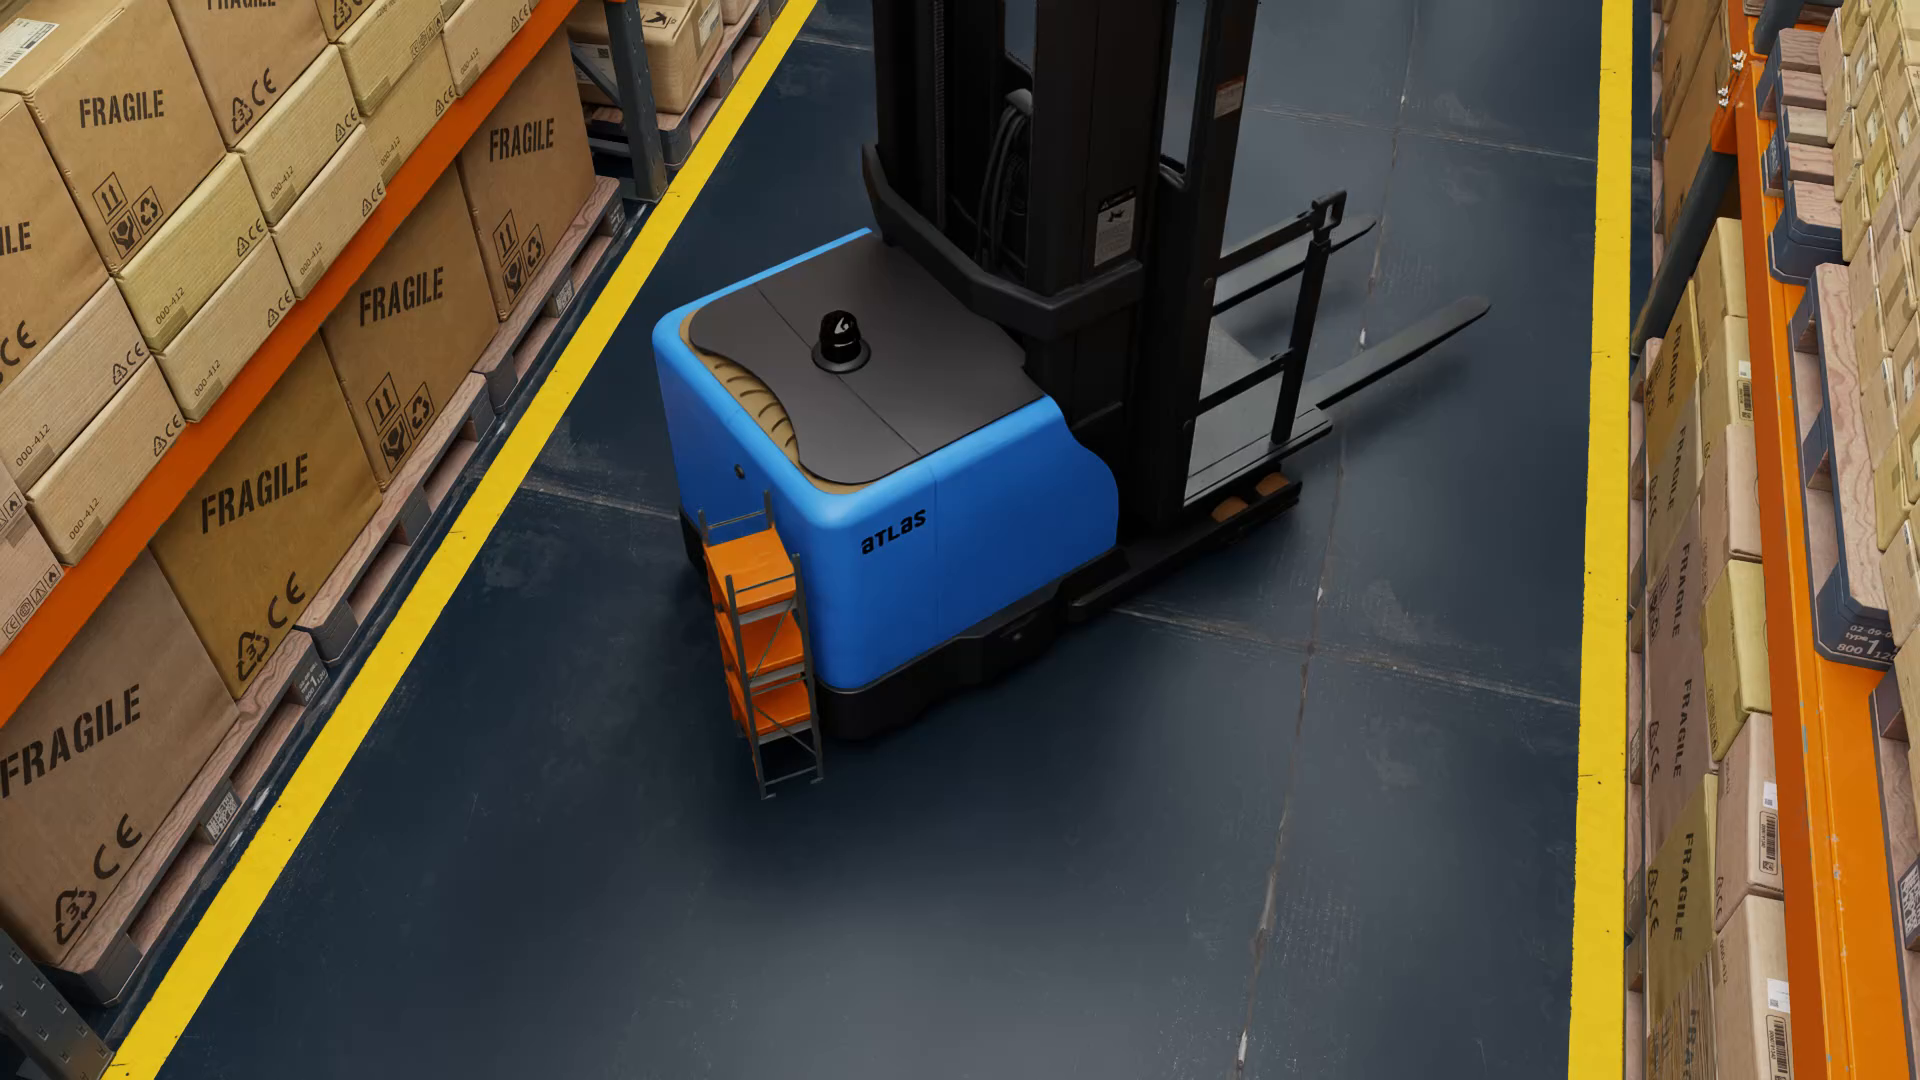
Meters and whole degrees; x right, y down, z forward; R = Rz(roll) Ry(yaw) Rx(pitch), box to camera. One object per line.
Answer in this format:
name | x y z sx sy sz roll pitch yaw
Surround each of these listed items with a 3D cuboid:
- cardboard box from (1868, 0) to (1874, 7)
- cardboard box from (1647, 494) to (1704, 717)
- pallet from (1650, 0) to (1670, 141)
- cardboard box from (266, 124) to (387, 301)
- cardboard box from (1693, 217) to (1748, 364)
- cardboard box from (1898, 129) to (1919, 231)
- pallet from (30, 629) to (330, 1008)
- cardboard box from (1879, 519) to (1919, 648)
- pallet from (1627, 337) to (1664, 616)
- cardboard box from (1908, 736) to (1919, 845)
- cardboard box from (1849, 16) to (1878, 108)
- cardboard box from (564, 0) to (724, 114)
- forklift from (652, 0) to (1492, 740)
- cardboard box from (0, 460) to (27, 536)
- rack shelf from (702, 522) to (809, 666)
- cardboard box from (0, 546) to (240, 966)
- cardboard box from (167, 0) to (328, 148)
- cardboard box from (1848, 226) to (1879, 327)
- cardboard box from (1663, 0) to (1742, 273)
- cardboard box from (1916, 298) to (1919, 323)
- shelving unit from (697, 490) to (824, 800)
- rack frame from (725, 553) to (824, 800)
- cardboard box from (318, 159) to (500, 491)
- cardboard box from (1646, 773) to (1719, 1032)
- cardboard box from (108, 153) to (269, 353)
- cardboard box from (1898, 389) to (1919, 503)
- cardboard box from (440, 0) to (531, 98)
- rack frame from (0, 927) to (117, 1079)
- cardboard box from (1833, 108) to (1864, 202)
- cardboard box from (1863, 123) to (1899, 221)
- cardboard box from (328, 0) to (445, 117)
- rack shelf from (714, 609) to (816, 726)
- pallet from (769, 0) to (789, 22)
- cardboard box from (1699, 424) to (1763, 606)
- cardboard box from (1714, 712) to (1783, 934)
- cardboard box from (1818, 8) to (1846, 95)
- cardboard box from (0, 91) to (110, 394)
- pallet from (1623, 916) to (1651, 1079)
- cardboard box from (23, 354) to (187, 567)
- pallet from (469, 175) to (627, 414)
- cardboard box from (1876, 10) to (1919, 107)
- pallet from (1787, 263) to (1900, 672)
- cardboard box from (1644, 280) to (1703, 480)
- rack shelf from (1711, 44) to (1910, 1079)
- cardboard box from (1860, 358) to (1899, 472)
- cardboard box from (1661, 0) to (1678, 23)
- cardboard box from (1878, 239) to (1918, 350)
cardboard box | 2.756 -1.591 4.645 0.380 0.149 0.250 12 50 10
cardboard box | 2.374 0.248 4.917 0.500 0.500 0.500 10 49 9
pallet | 3.669 -2.150 7.507 1.003 0.211 1.213 12 50 10
cardboard box | -1.993 -0.967 4.703 0.500 0.250 0.500 11 49 9
cardboard box | 2.650 -0.747 5.295 0.500 0.250 0.500 10 49 8
cardboard box | 2.480 -0.836 3.977 0.380 0.149 0.250 14 50 12
pallet | -2.659 0.701 4.990 1.003 0.211 1.213 12 50 10
cardboard box | 2.195 0.122 3.529 0.380 0.149 0.250 10 49 8
pallet | 2.858 -0.150 5.742 1.003 0.211 1.213 12 50 10
cardboard box | 2.061 0.505 3.191 0.380 0.149 0.250 11 50 10
cardboard box | 2.675 -1.286 4.573 0.380 0.149 0.250 14 50 12
cardboard box | -1.578 -2.218 7.179 0.950 0.372 0.625 9 49 7
forklift | 0.570 -1.255 4.903 3.031 2.935 1.130 -28 54 -23
cardboard box | -2.402 -0.027 3.540 0.500 0.250 0.500 10 49 9
rack shelf | -0.557 0.148 4.555 0.215 0.259 0.240 -17 51 -15
cardboard box | -2.703 0.452 4.488 0.875 0.875 0.875 13 50 11
cardboard box | -2.025 -1.385 4.238 0.500 0.500 0.500 11 49 9
cardboard box | 2.474 -0.632 4.195 0.380 0.149 0.250 13 50 11
cardboard box | 3.313 -1.455 6.254 1.050 0.750 0.750 11 49 10
cardboard box | 2.343 -0.464 3.649 0.380 0.149 0.250 11 49 10
shelving unit | -0.557 0.328 4.760 0.215 1.050 0.252 -17 51 -15
rack frame | -0.511 0.413 4.685 0.200 1.050 0.008 -17 51 -15
cardboard box | -2.237 -0.850 5.637 0.875 0.875 0.875 12 50 10
cardboard box | 2.100 0.988 4.265 0.500 0.500 0.500 11 49 9
cardboard box | -2.133 -0.769 4.195 0.500 0.250 0.500 12 50 11
cardboard box | 2.270 -0.180 3.597 0.380 0.149 0.250 12 50 10
cardboard box | -1.739 -1.702 5.352 0.500 0.250 0.500 12 50 11
rack frame | -2.789 0.352 3.439 1.000 3.000 0.127 12 50 10
cardboard box | 2.612 -1.021 4.538 0.380 0.149 0.250 14 50 12
cardboard box | 2.542 -0.909 4.241 0.380 0.149 0.250 12 50 10
cardboard box | -1.865 -1.511 4.850 0.500 0.250 0.500 10 49 9
rack shelf | -0.557 0.335 4.768 0.215 0.259 0.240 -17 51 -15
pallet | -1.206 -3.063 8.313 1.003 0.211 1.213 12 50 10
cardboard box | 2.374 -0.025 4.658 0.500 0.250 0.500 12 50 10
cardboard box | 2.113 0.738 3.985 0.500 0.250 0.500 14 50 12
cardboard box | 2.753 -1.410 4.881 0.380 0.149 0.250 11 49 10
cardboard box | -2.289 -0.647 3.587 0.500 0.500 0.500 11 50 10
pallet | 2.216 1.615 4.184 1.003 0.211 1.213 12 50 10
cardboard box | -2.284 -0.239 4.061 0.500 0.250 0.500 10 49 9
pallet | -2.017 -1.063 6.548 1.003 0.211 1.213 12 50 10
cardboard box | 2.620 -1.223 4.319 0.380 0.149 0.250 11 50 10
pallet | 2.584 -0.134 3.996 1.003 0.211 1.213 12 50 10
cardboard box | 2.633 -0.488 5.567 0.500 0.500 0.500 10 49 8
rack shelf | 2.539 0.047 4.188 1.077 0.370 4.000 12 50 10
cardboard box | 2.336 -0.263 3.869 0.380 0.149 0.250 10 49 9
cardboard box | 3.784 -2.762 7.407 1.050 0.750 0.750 12 50 10
cardboard box | 2.407 -0.550 3.924 0.380 0.149 0.250 11 50 10
